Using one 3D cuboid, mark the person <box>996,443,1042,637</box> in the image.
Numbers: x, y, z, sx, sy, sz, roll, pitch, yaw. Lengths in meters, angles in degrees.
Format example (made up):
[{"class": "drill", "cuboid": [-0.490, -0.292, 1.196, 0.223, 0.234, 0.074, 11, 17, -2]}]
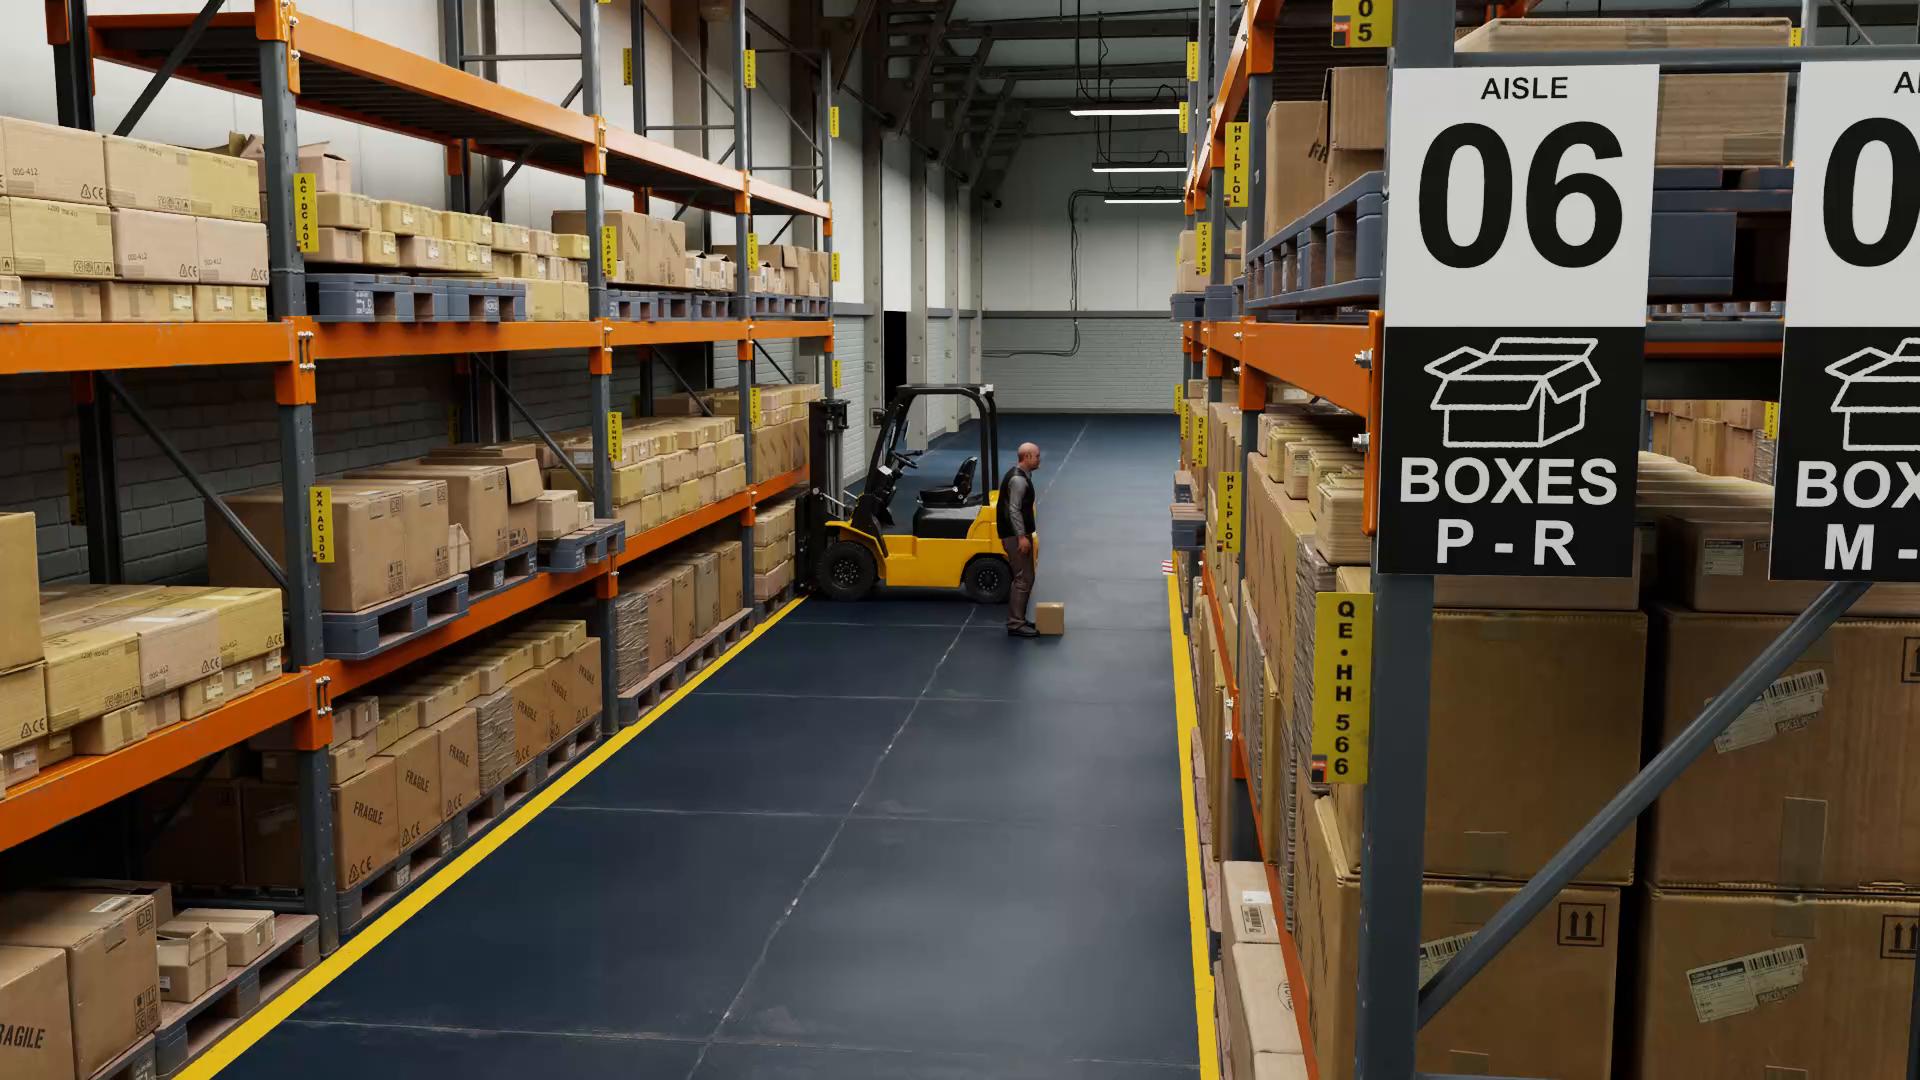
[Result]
[{"class": "person", "cuboid": [0.535, -0.020, 15.028, 0.420, 1.721, 0.581, 1, 8, 7]}]
